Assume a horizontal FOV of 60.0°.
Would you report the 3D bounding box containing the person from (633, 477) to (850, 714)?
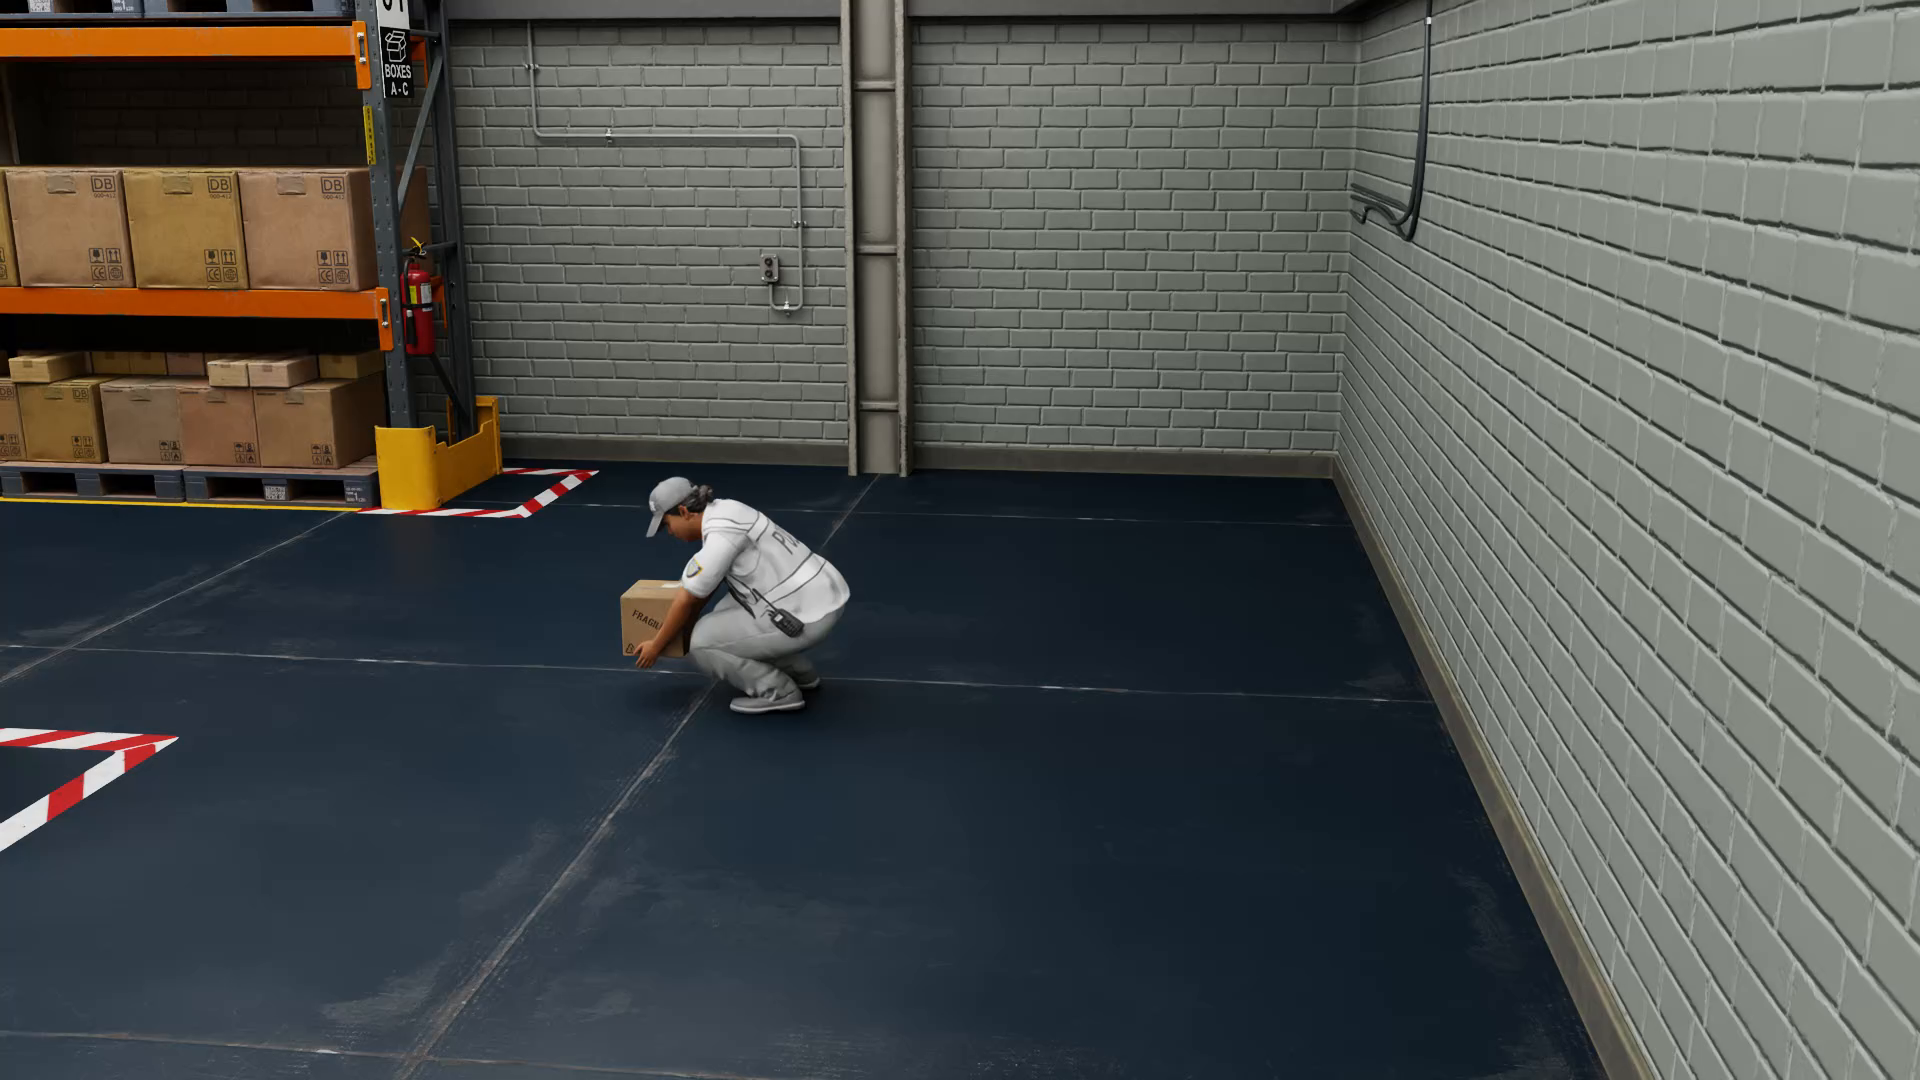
[{"bbox_3d":[-0.878,0.199,6.720,0.848,0.938,0.514,2,14,6],"label":"person"}]
